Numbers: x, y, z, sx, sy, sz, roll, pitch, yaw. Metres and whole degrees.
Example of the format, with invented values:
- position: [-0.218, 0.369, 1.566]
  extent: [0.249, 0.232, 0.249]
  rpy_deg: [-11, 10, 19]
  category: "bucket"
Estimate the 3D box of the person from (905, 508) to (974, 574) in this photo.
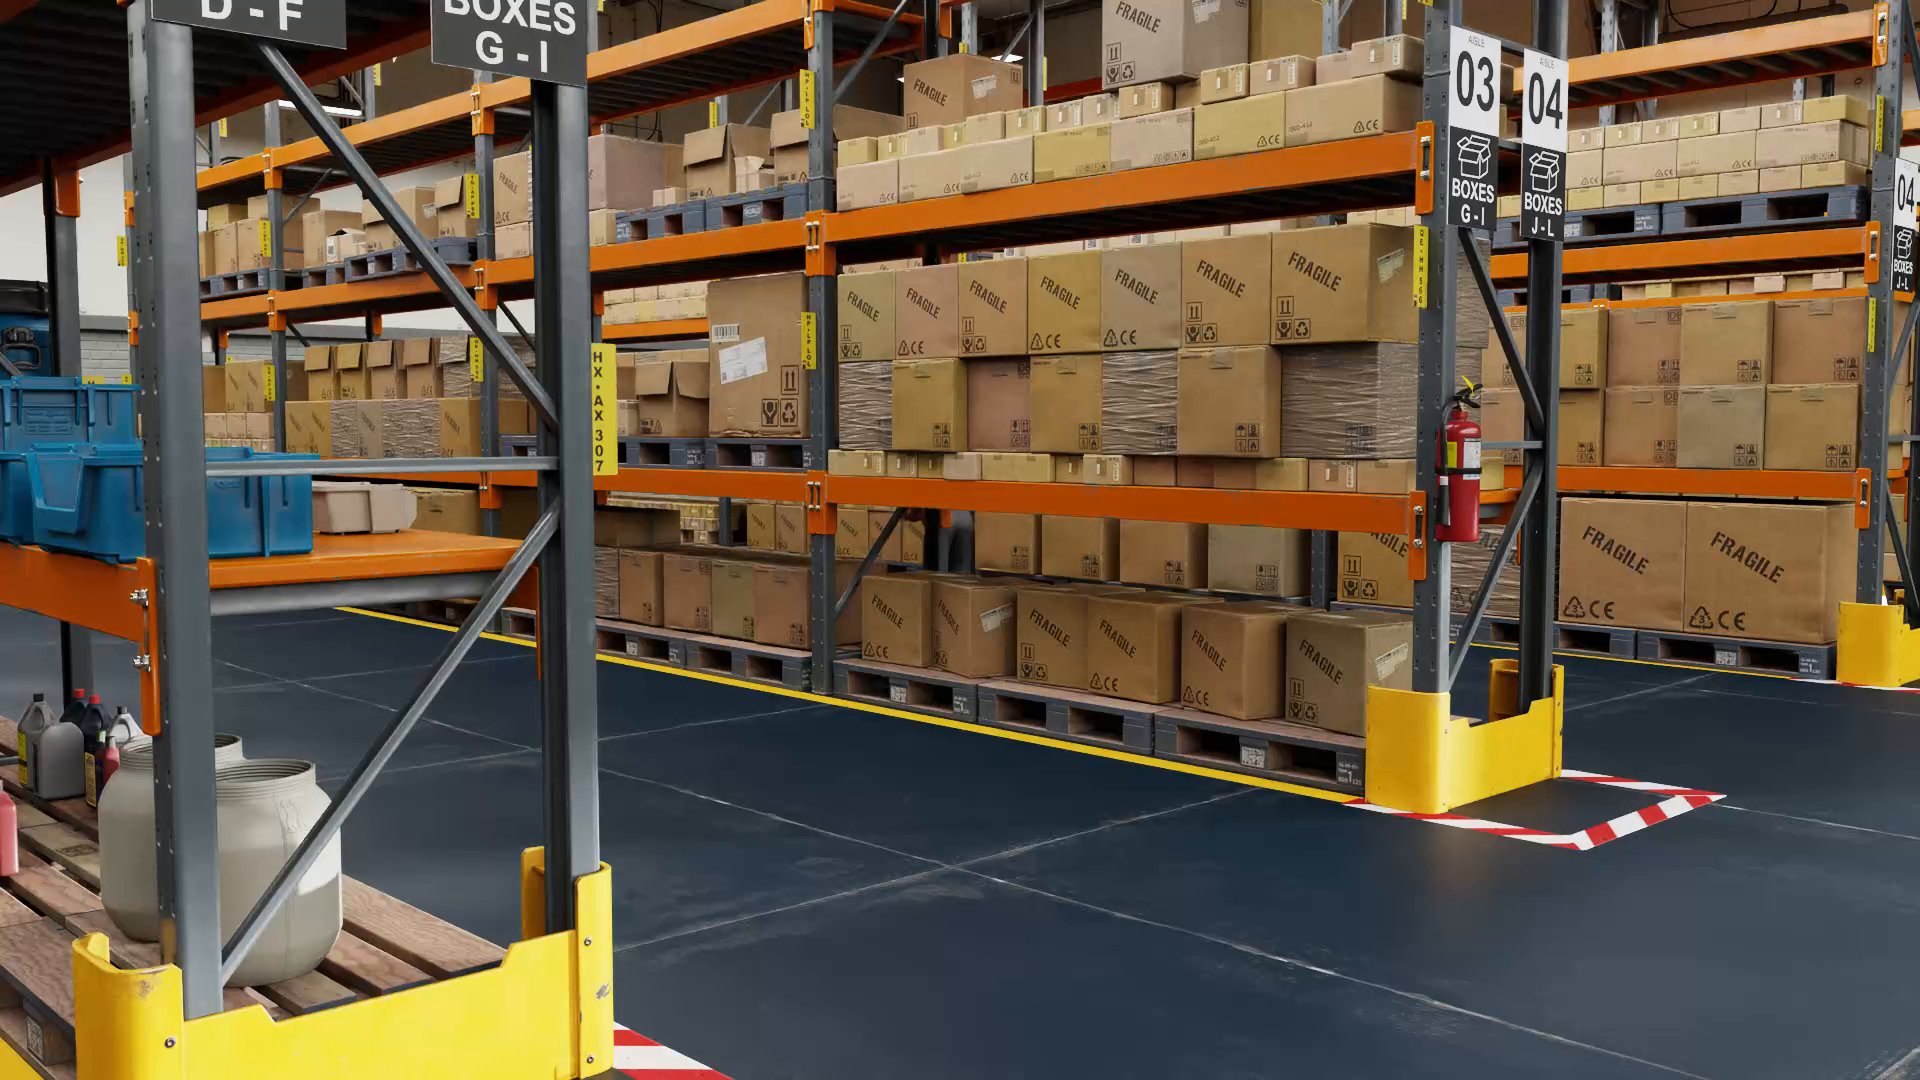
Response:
- position: [-0.144, -0.101, 12.582]
  extent: [0.451, 1.648, 0.516]
  rpy_deg: [-4, 5, -43]
  category: "person"
